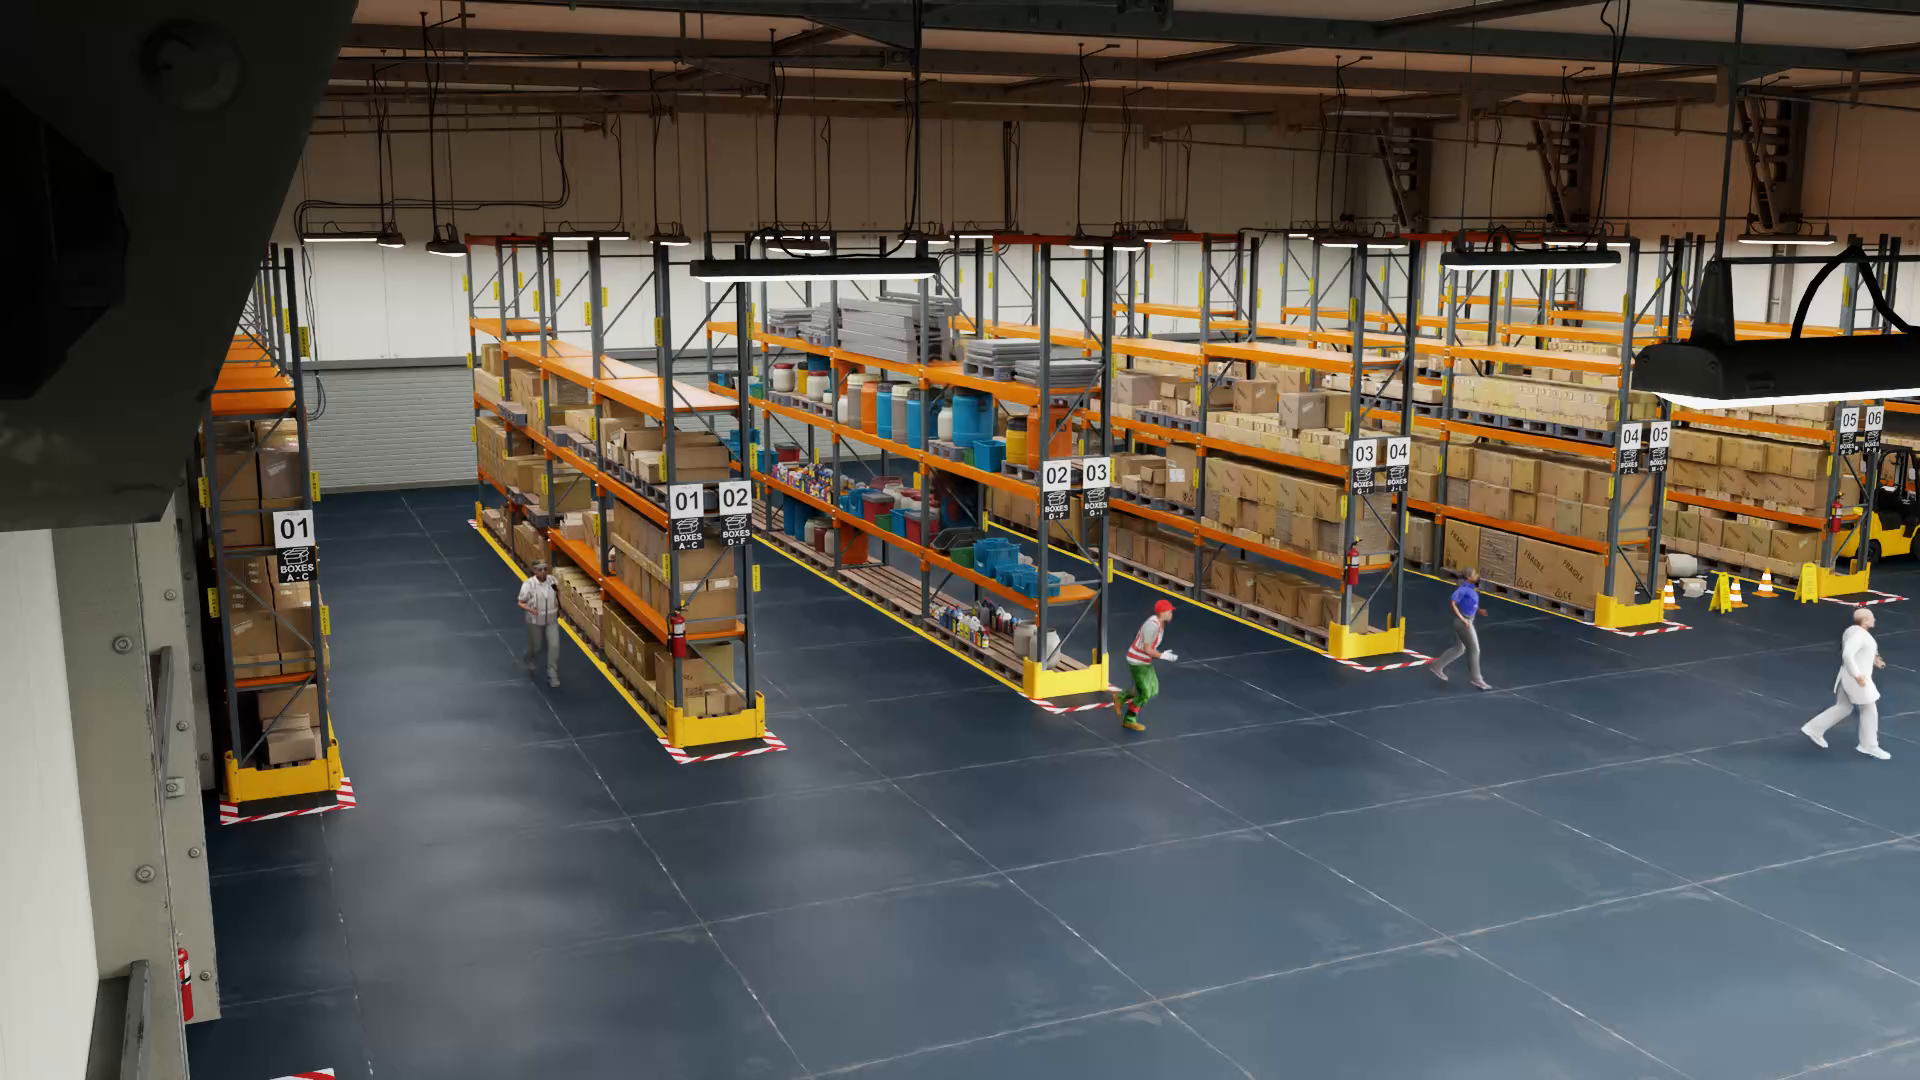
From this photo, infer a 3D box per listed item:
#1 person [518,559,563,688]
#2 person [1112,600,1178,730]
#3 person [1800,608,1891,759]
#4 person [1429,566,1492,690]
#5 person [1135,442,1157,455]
[{"bbox_3d":[-5.746,1.097,22.847,0.647,1.768,0.892,-7,13,-32],"label":"person"},{"bbox_3d":[2.336,1.545,20.867,0.823,1.657,0.679,3,11,16],"label":"person"},{"bbox_3d":[10.598,1.687,19.771,0.993,1.799,0.712,2,11,9],"label":"person"},{"bbox_3d":[6.880,1.180,22.712,0.824,1.678,0.579,3,11,16],"label":"person"},{"bbox_3d":[4.778,-2.678,42.389,0.765,1.778,0.701,-4,12,-20],"label":"person"}]
